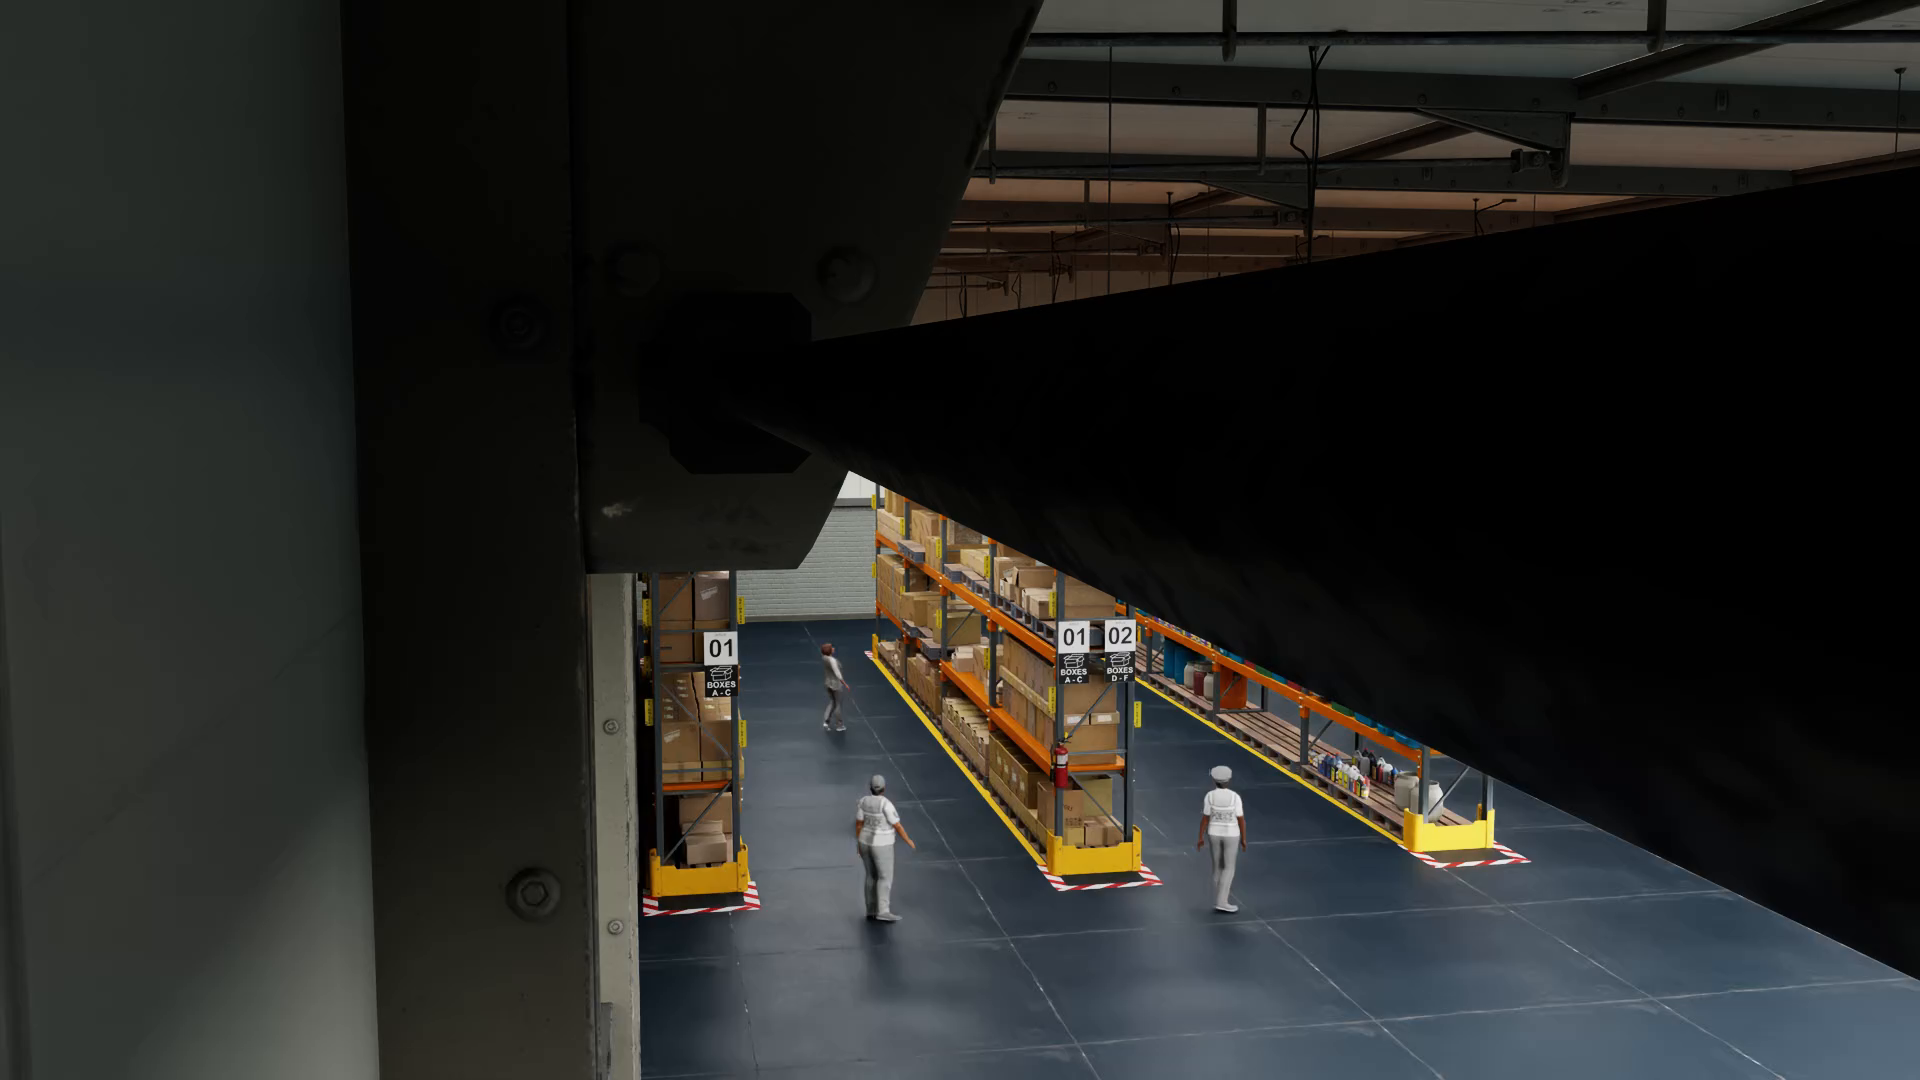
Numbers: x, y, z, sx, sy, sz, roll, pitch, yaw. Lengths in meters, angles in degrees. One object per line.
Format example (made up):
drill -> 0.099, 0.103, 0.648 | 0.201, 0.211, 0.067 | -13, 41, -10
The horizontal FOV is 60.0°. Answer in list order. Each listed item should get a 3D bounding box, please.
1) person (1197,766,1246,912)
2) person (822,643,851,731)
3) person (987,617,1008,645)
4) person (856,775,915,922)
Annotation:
person -> 3.066, 3.497, 19.473 | 0.540, 1.711, 0.392 | 3, 7, 29
person -> -2.139, 2.583, 29.022 | 0.460, 1.612, 0.499 | -5, 8, -43
person -> 0.751, 1.899, 34.615 | 0.447, 1.769, 0.641 | 3, 6, 24
person -> -0.872, 3.537, 19.211 | 0.534, 1.688, 0.542 | -5, 8, -43
